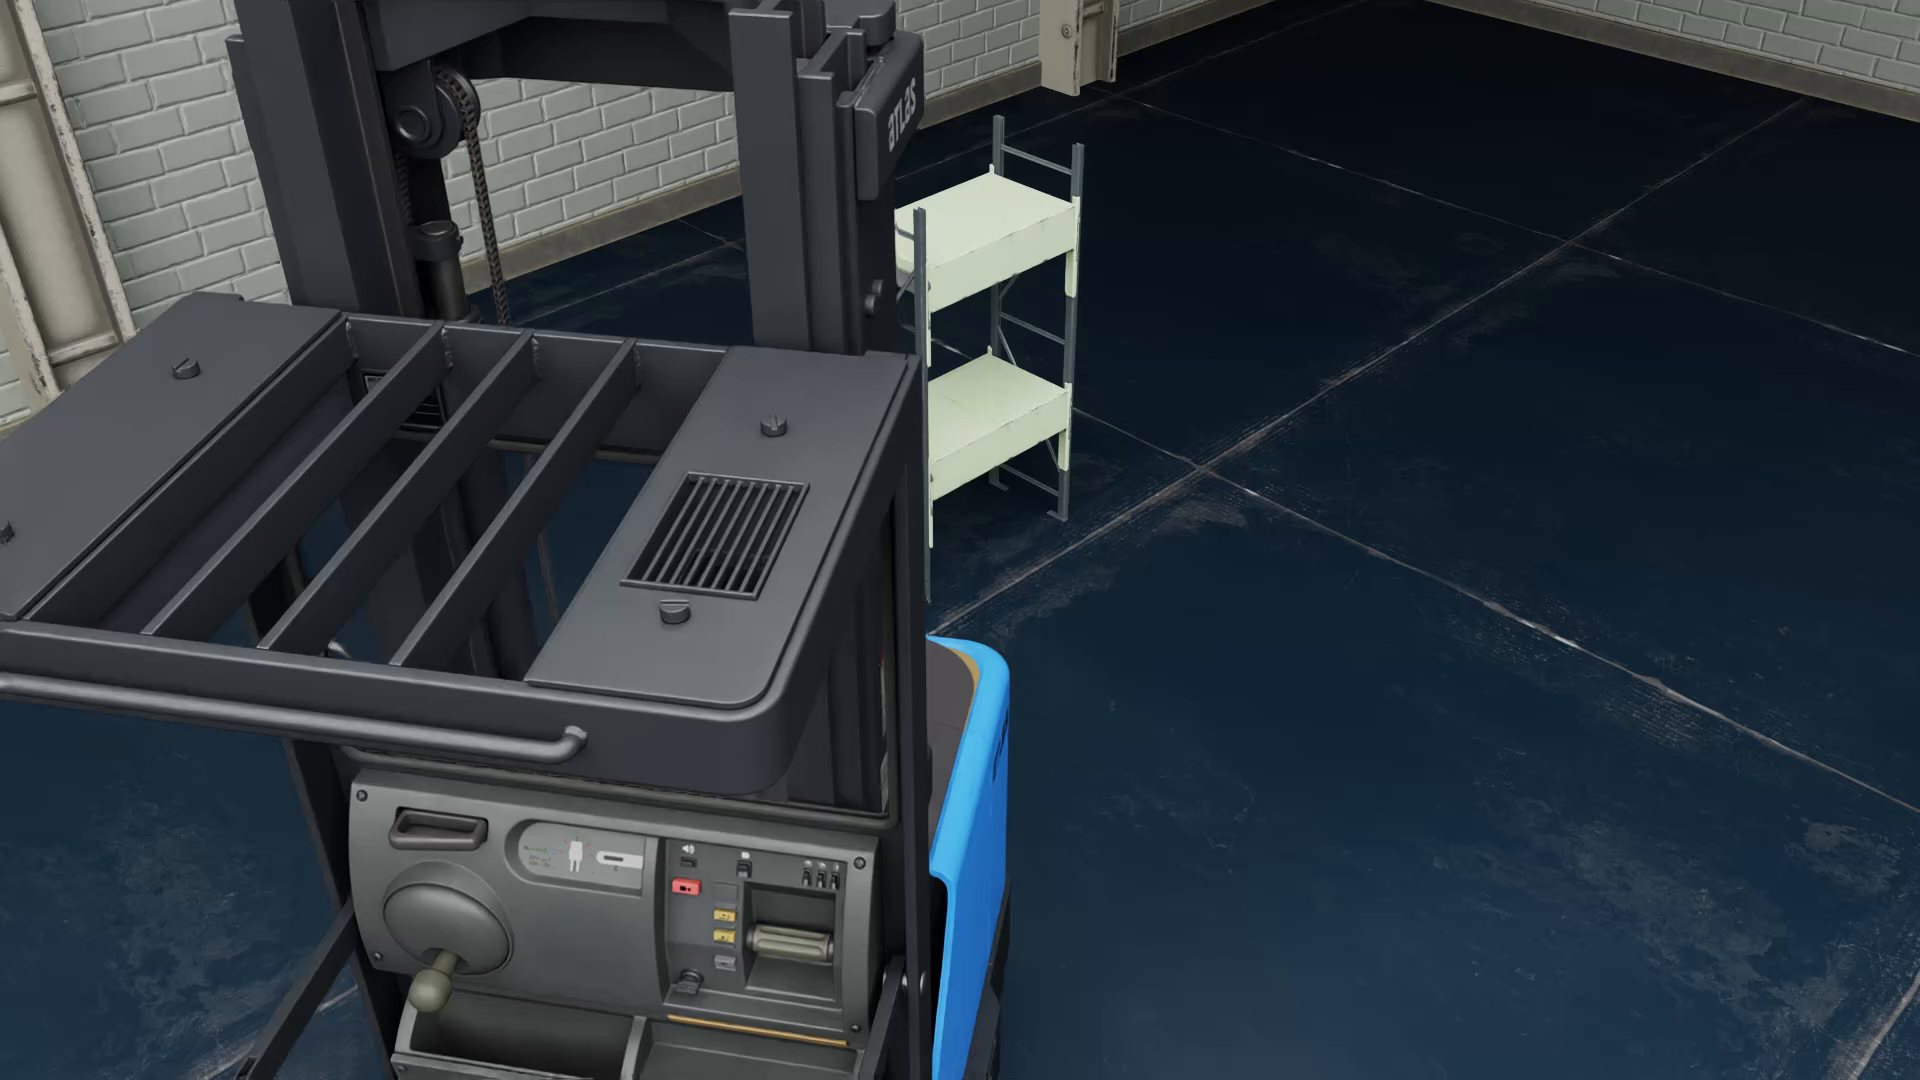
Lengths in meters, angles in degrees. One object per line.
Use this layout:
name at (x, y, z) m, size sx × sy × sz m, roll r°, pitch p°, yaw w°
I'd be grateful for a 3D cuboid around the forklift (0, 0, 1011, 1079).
forklift at (-0.639, 0.706, 2.675) m, size 1.130 × 2.935 × 3.031 m, roll 6°, pitch 35°, yaw 9°

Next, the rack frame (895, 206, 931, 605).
rack frame at (-0.253, -0.469, 5.612) m, size 0.400 × 1.500 × 0.023 m, roll 30°, pitch 45°, yaw 35°

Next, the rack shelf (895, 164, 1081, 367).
rack shelf at (0.005, -0.938, 5.602) m, size 0.431 × 0.370 × 0.720 m, roll 30°, pitch 45°, yaw 35°

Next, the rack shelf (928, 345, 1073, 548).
rack shelf at (0.005, -0.350, 6.011) m, size 0.431 × 0.370 × 0.720 m, roll 30°, pitch 45°, yaw 35°

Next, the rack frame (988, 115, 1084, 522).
rack frame at (0.263, -0.766, 6.038) m, size 0.400 × 1.500 × 0.023 m, roll 30°, pitch 45°, yaw 35°

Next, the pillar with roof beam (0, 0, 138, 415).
pillar with roof beam at (-0.447, -2.362, 1.770) m, size 9.100 × 9.000 × 0.400 m, roll 30°, pitch 45°, yaw 35°

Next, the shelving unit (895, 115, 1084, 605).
shelving unit at (0.005, -0.618, 5.825) m, size 0.431 × 1.500 × 0.755 m, roll 30°, pitch 45°, yaw 35°

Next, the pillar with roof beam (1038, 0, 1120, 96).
pillar with roof beam at (3.780, -4.798, 5.263) m, size 9.100 × 9.000 × 0.400 m, roll 30°, pitch 45°, yaw 35°
